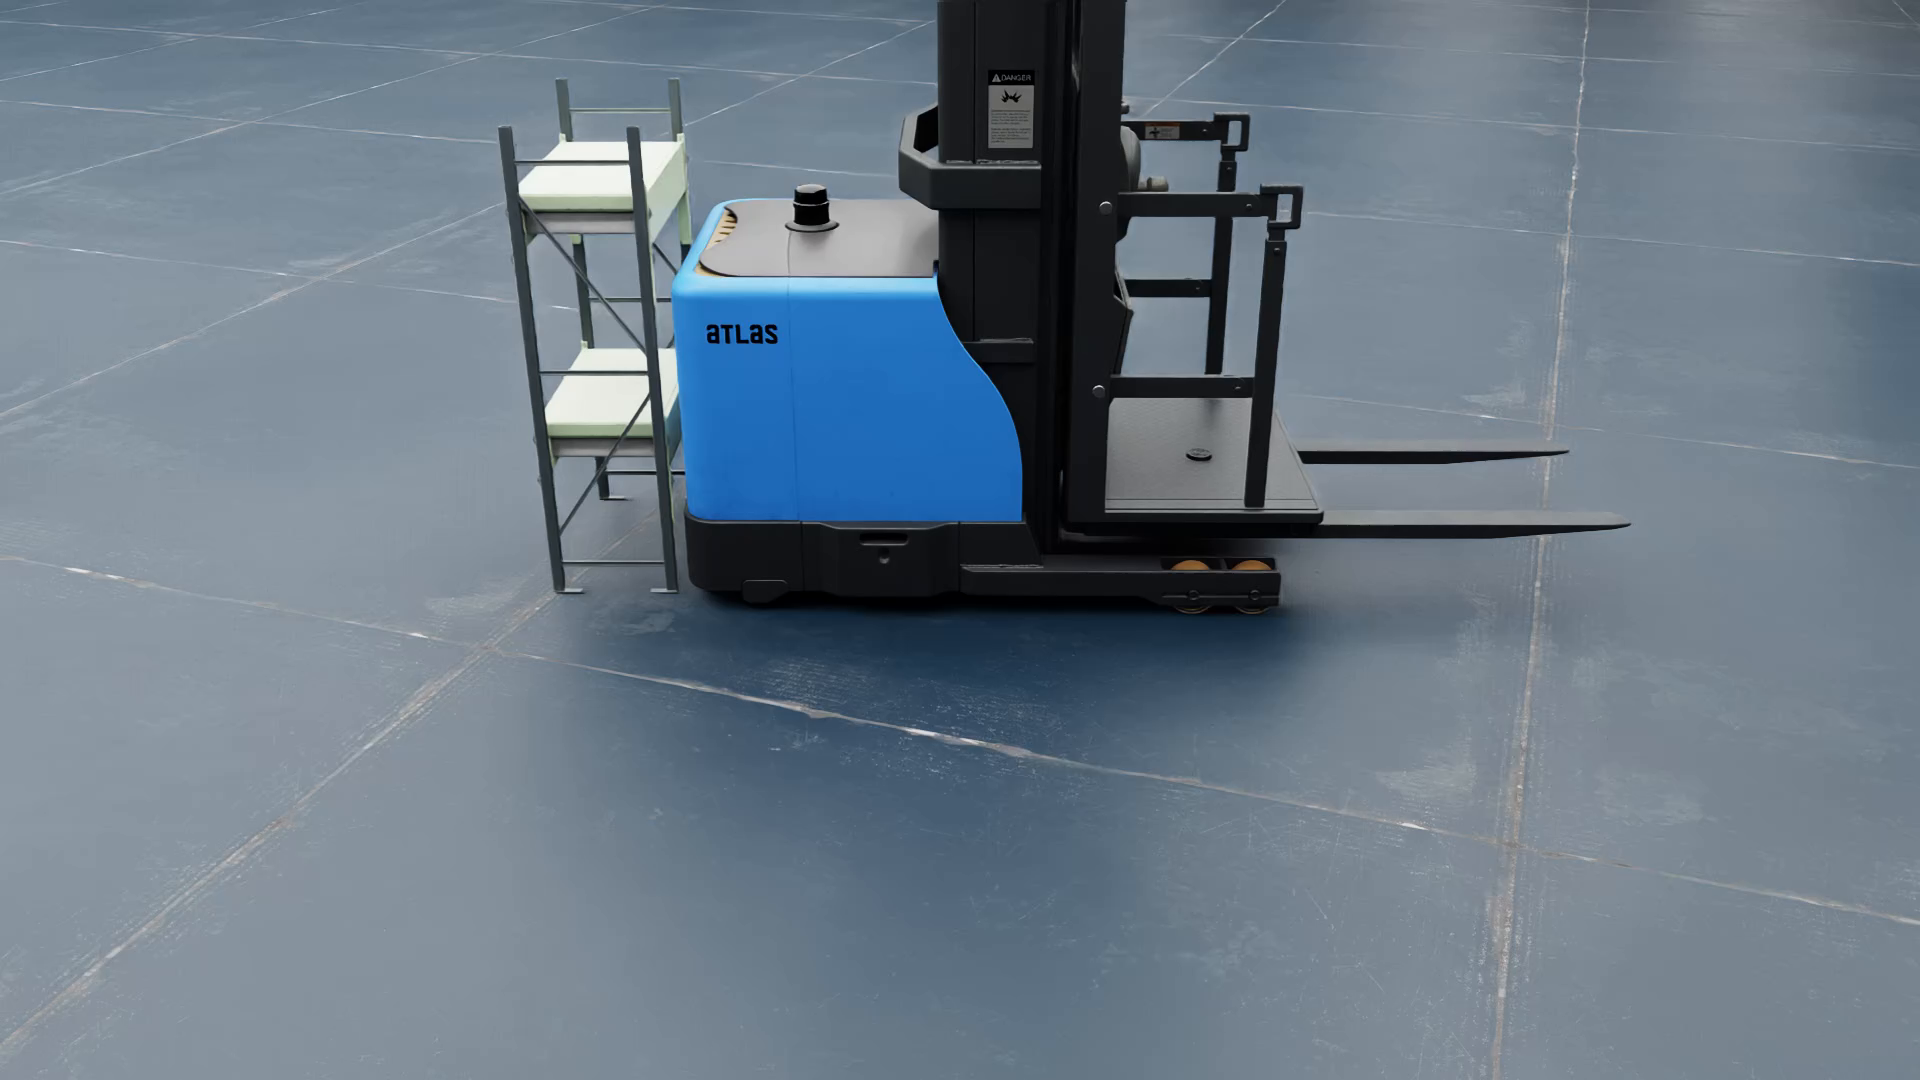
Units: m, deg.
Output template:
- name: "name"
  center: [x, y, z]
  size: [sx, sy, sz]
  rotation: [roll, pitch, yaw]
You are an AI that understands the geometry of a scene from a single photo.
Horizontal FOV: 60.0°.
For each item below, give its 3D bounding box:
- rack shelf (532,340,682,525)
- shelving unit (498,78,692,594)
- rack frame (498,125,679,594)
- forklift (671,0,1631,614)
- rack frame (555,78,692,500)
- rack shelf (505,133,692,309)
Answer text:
- name: "rack shelf"
  center: [-1.114, -0.372, 5.544]
  size: [0.431, 0.370, 0.720]
  rotation: [0, 26, 0]
- name: "shelving unit"
  center: [-1.114, -0.665, 5.402]
  size: [0.431, 1.500, 0.755]
  rotation: [0, 26, 0]
- name: "rack frame"
  center: [-1.116, -0.506, 5.073]
  size: [0.400, 1.500, 0.023]
  rotation: [0, 26, 0]
- name: "forklift"
  center: [0.647, -1.318, 5.108]
  size: [3.031, 2.935, 1.130]
  rotation: [0, 26, 0]
- name: "rack frame"
  center: [-1.113, -0.825, 5.732]
  size: [0.400, 1.500, 0.023]
  rotation: [0, 26, 0]
- name: "rack shelf"
  center: [-1.115, -1.016, 5.232]
  size: [0.431, 0.370, 0.720]
  rotation: [0, 26, 0]
